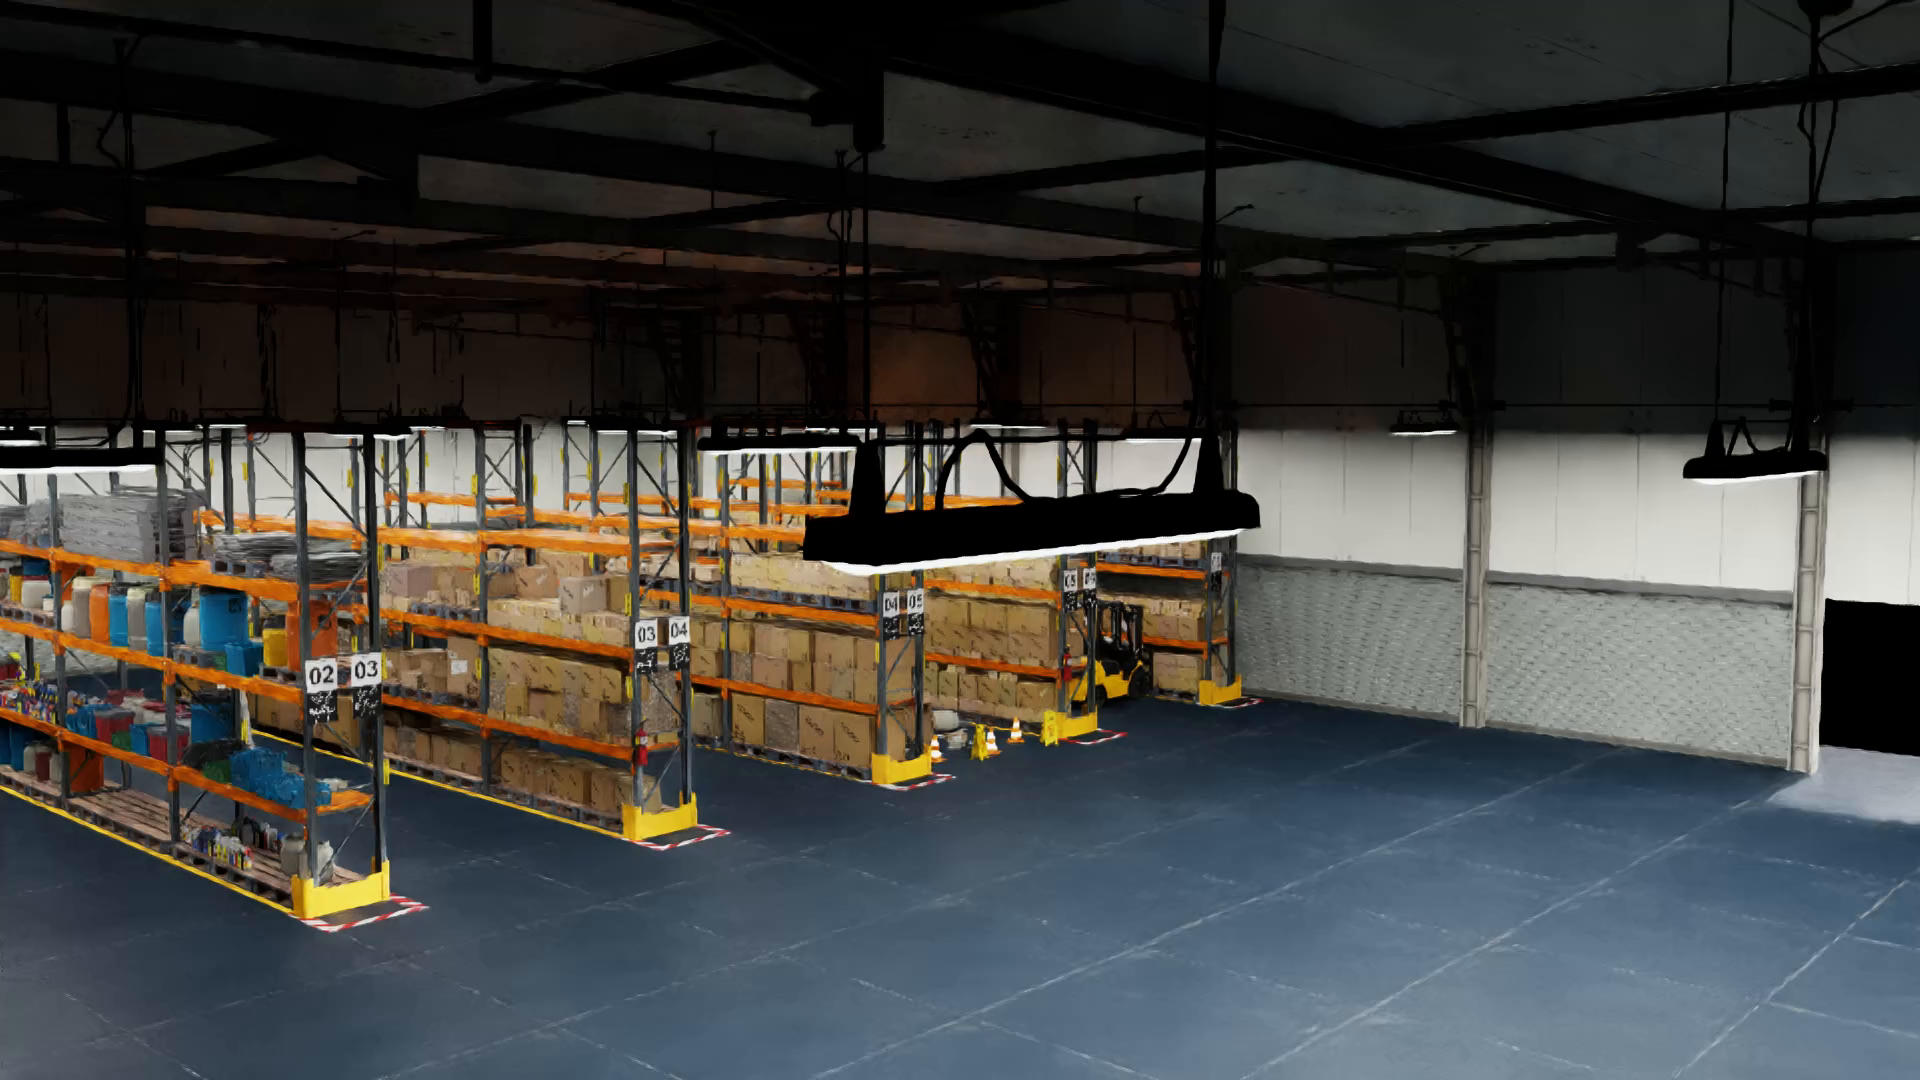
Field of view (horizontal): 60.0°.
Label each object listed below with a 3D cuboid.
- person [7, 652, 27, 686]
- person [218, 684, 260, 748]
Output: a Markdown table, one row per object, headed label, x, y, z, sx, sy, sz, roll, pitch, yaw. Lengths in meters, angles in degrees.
| label | x | y | z | sx | sy | sz | roll | pitch | yaw |
| --- | --- | --- | --- | --- | --- | --- | --- | --- | --- |
| person | -17.631 | 2.935 | 31.028 | 1.034 | 1.709 | 0.569 | 3 | 6 | 33 |
| person | -13.217 | 3.000 | 30.311 | 1.121 | 1.691 | 0.577 | 5 | 7 | 44 |
